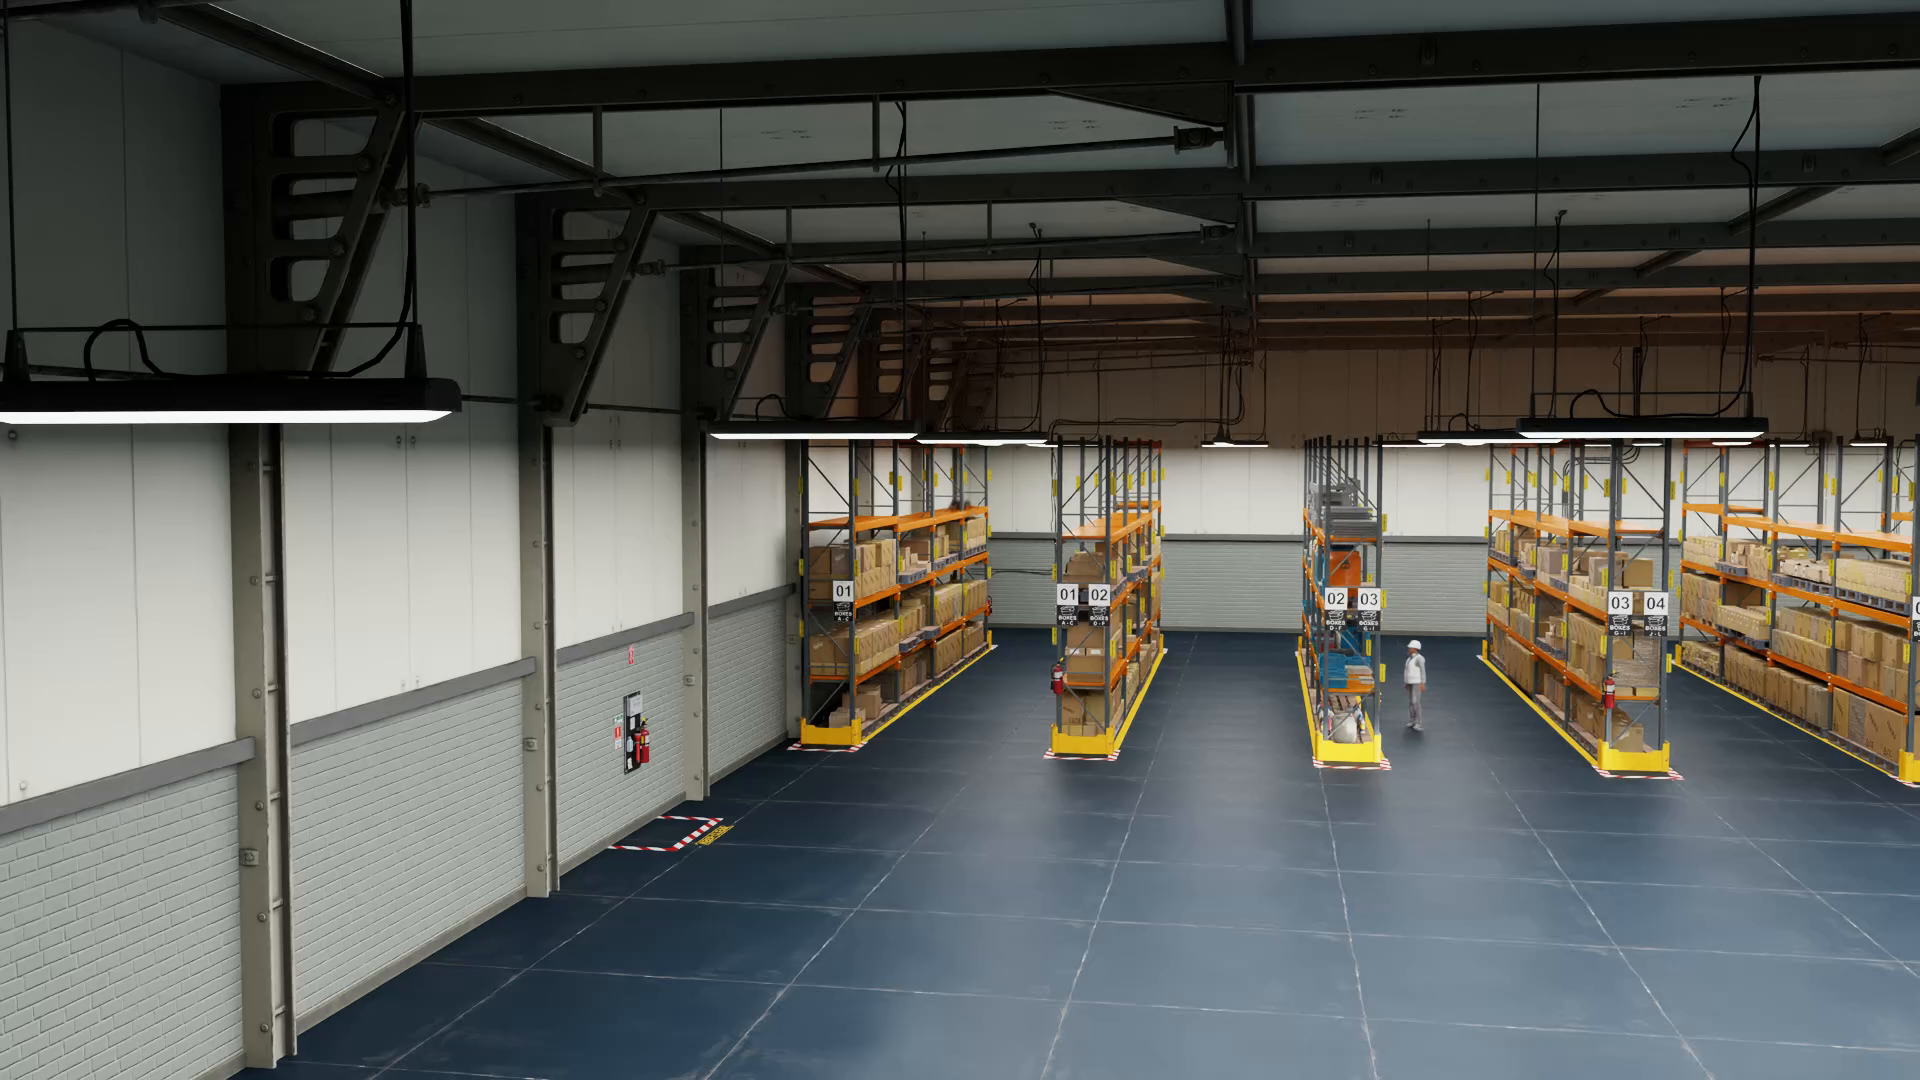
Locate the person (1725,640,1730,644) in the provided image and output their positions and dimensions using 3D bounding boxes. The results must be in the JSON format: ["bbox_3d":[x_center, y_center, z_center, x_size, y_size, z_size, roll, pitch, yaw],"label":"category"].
[{"bbox_3d":[21.077,2.376,45.894,0.445,1.734,0.537,0,3,-7],"label":"person"}]

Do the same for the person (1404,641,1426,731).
[{"bbox_3d":[9.381,2.987,34.298,0.395,1.805,0.691,-1,3,-14],"label":"person"}]
